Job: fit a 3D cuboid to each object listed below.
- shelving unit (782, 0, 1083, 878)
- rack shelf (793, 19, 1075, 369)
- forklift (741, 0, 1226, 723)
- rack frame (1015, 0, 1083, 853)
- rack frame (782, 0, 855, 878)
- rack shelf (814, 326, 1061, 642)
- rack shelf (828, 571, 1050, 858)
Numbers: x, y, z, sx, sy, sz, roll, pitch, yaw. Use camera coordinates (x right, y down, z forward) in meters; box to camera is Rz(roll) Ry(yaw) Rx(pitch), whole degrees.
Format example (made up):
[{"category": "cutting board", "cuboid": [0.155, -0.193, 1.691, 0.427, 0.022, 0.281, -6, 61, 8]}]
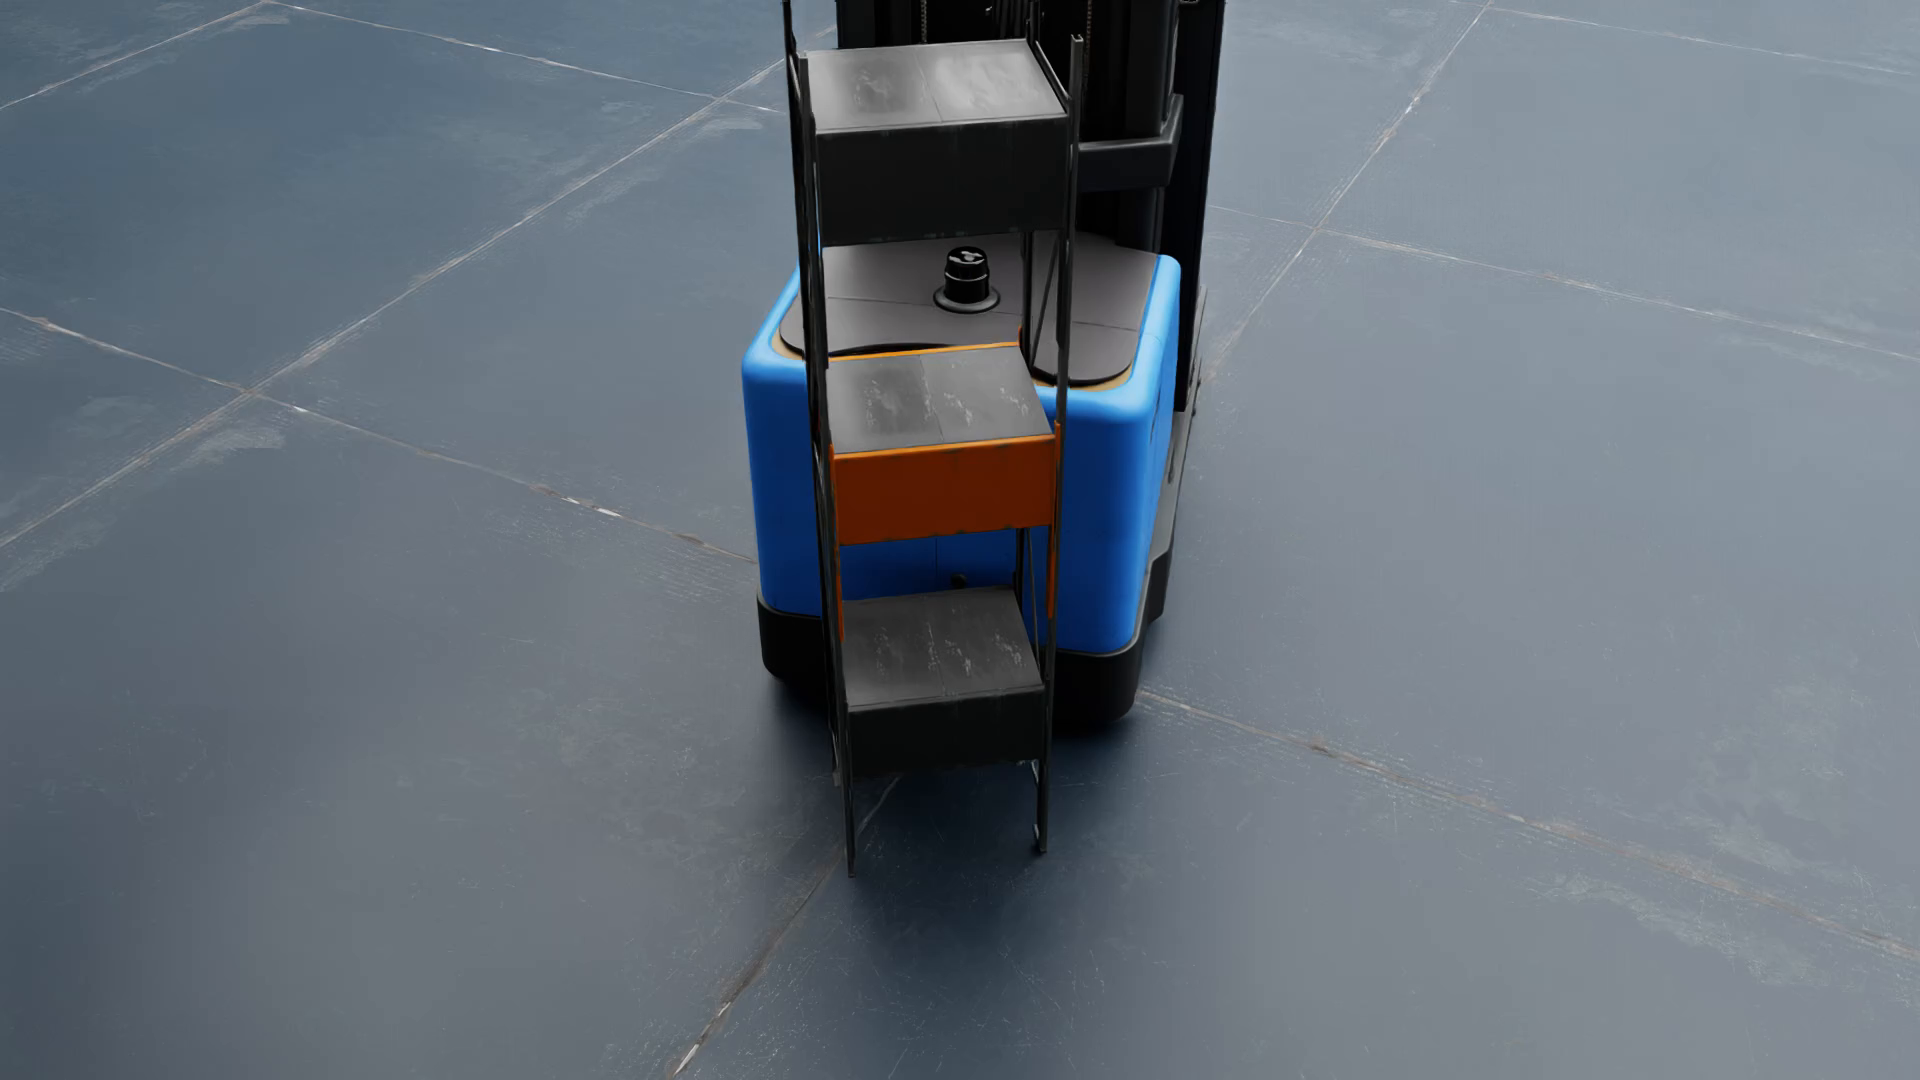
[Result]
[{"category": "shelving unit", "cuboid": [-0.063, -0.139, 3.696, 0.503, 2.100, 0.431, -6, 38, -8]}, {"category": "rack shelf", "cuboid": [-0.063, -0.686, 3.282, 0.480, 0.518, 0.431, -6, 38, -8]}, {"category": "forklift", "cuboid": [0.242, -1.564, 4.886, 1.130, 2.935, 3.031, 7, 38, 9]}, {"category": "rack frame", "cuboid": [0.178, -0.164, 3.729, 0.015, 2.100, 0.400, -6, 38, -8]}, {"category": "rack frame", "cuboid": [-0.303, -0.115, 3.664, 0.015, 2.100, 0.400, -6, 38, -8]}, {"category": "rack shelf", "cuboid": [-0.063, -0.128, 3.705, 0.480, 0.518, 0.431, -6, 38, -8]}, {"category": "rack shelf", "cuboid": [-0.063, 0.430, 4.128, 0.480, 0.518, 0.431, -6, 38, -8]}]
